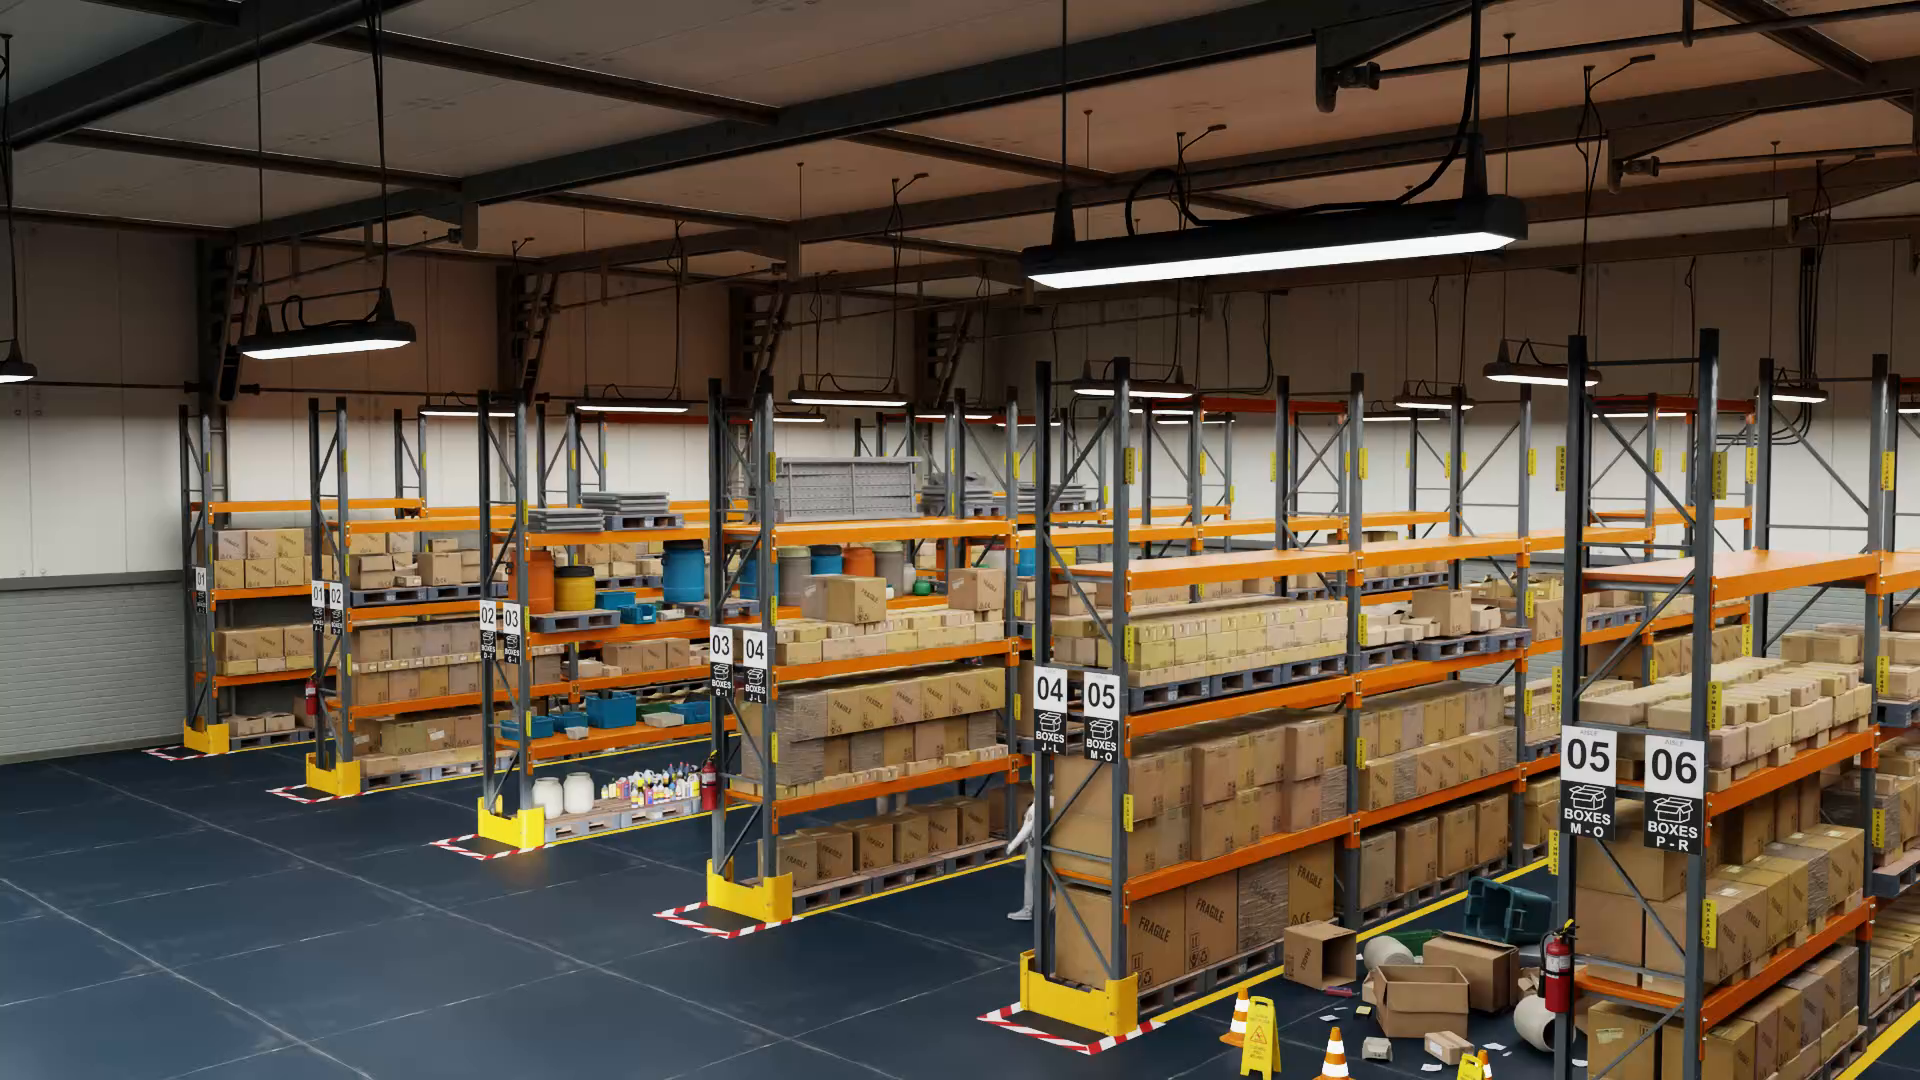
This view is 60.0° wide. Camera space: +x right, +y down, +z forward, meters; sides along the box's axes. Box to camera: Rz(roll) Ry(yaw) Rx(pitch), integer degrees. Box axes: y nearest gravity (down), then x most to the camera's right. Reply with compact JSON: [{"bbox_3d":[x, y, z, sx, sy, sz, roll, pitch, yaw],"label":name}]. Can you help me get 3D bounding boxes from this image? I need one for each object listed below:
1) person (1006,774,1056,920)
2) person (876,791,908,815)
[{"bbox_3d":[0.805,3.362,18.297,0.583,1.667,0.544,1,3,23],"label":"person"},{"bbox_3d":[-0.943,3.155,22.434,0.566,1.807,0.544,0,3,6],"label":"person"}]
